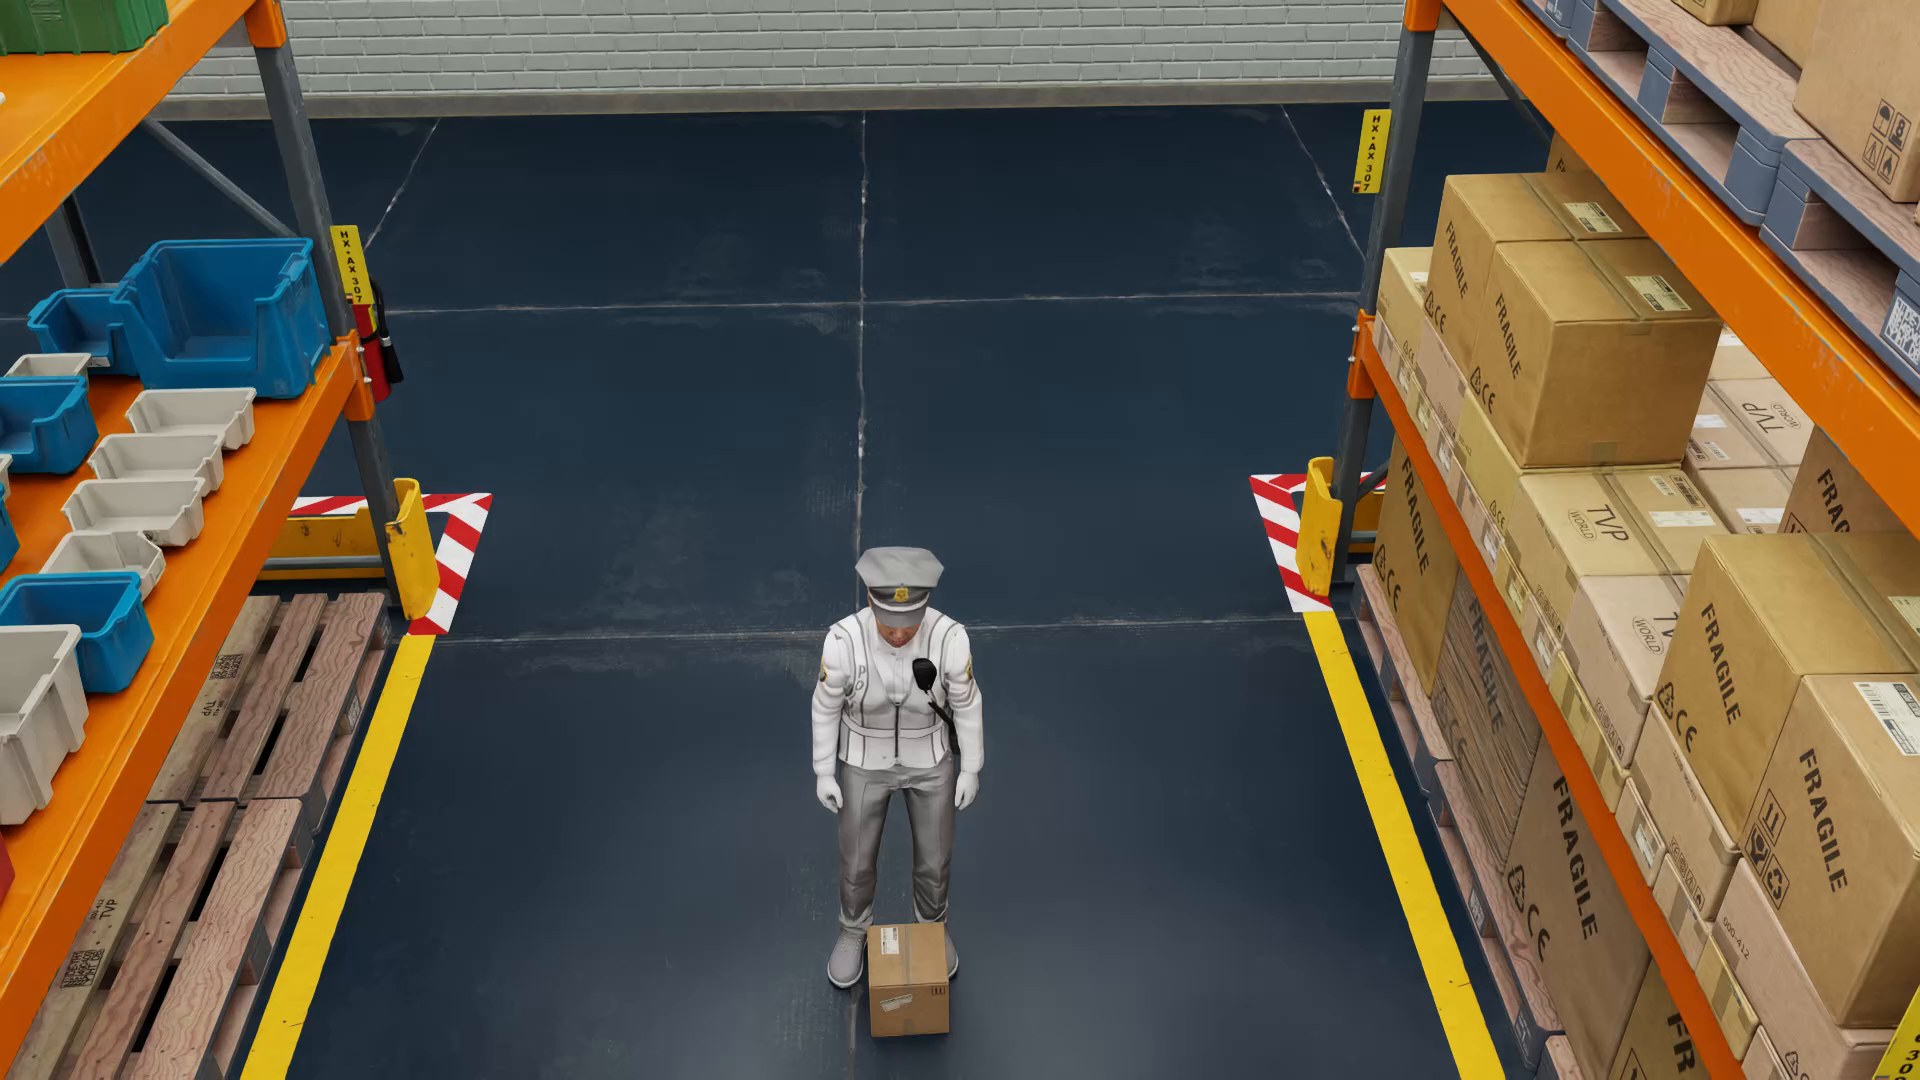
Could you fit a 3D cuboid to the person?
[{"bbox_3d":[-0.190,0.705,5.152,0.528,1.664,0.372,-1,35,-2],"label":"person"}]
